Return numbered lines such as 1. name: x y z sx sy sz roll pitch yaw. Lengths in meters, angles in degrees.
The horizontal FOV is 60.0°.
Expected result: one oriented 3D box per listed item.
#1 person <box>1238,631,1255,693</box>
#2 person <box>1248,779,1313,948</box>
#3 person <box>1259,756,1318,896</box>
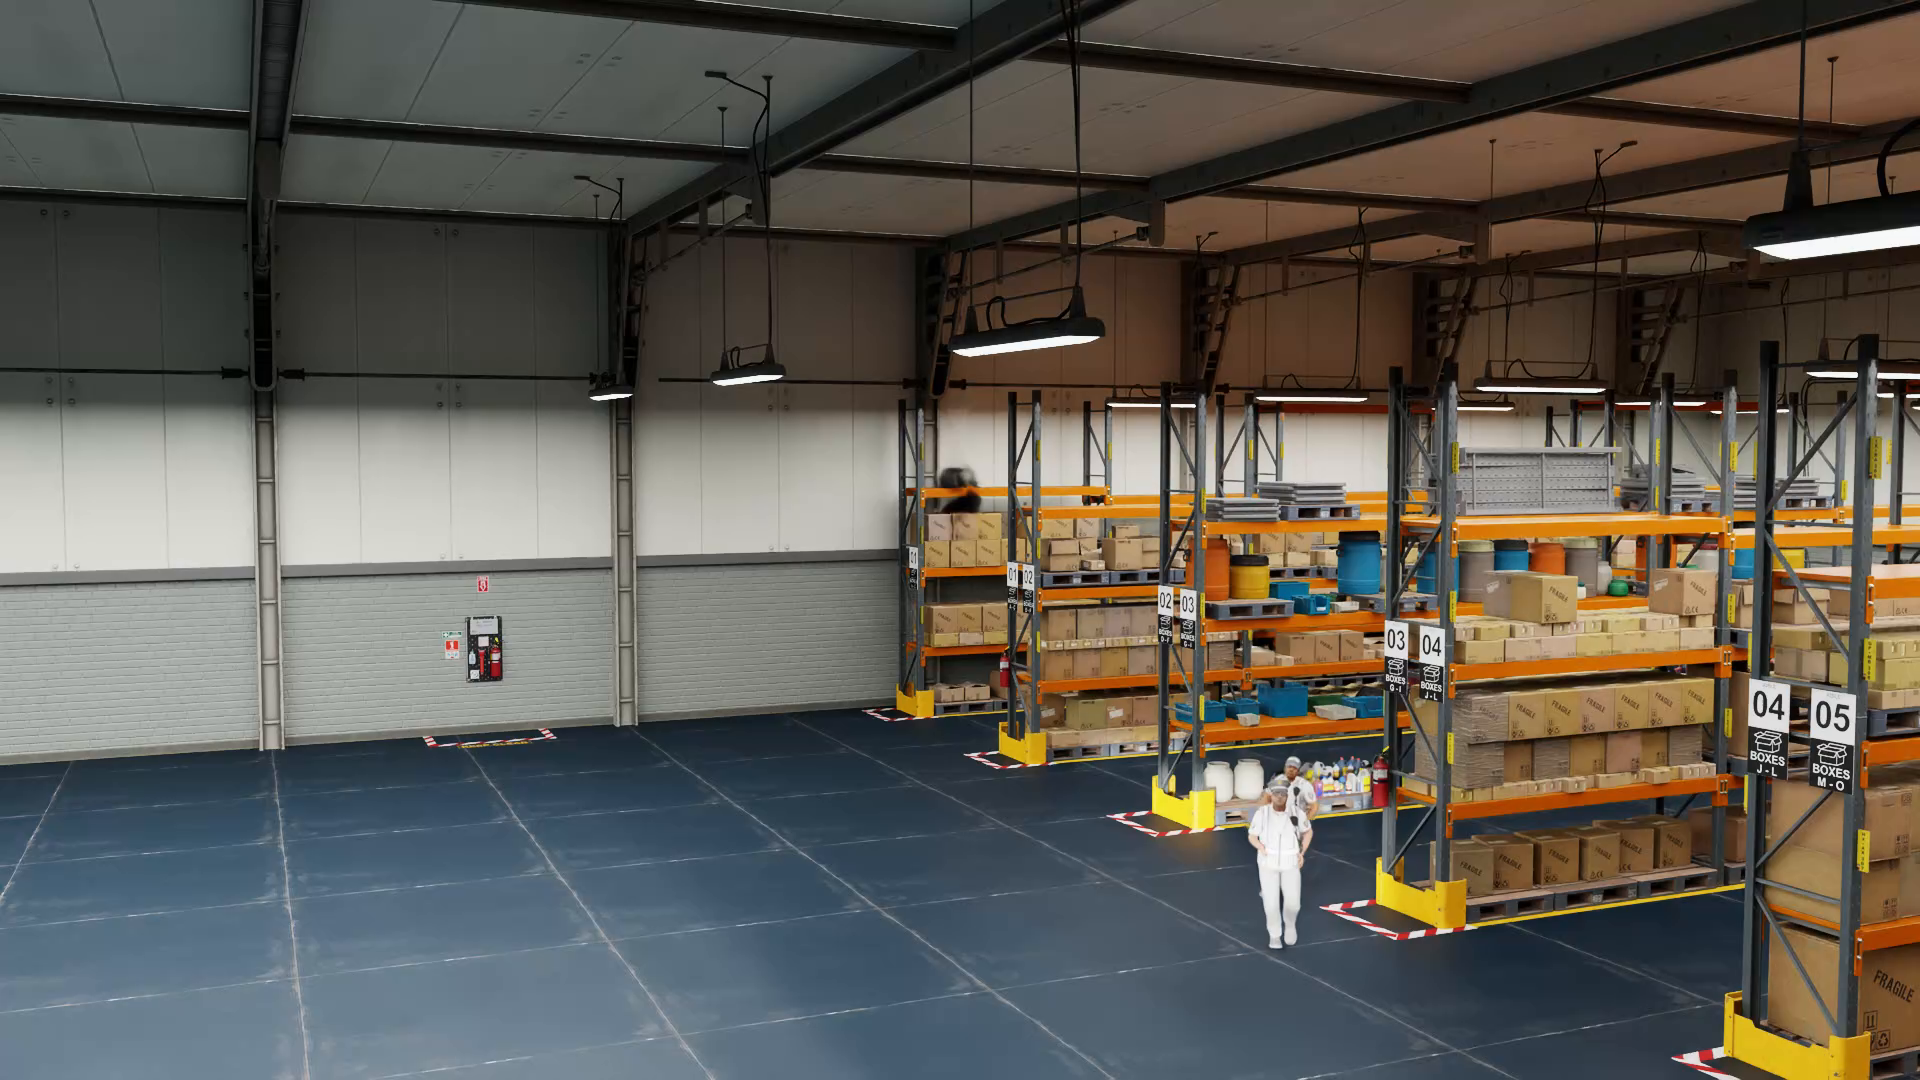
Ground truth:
1. person: 5.387 2.523 31.081 0.830 1.682 0.642 -2 4 -31
2. person: 3.253 3.298 16.880 0.649 1.730 0.597 1 3 10
3. person: 3.754 3.269 19.022 0.639 1.611 0.550 2 4 35
